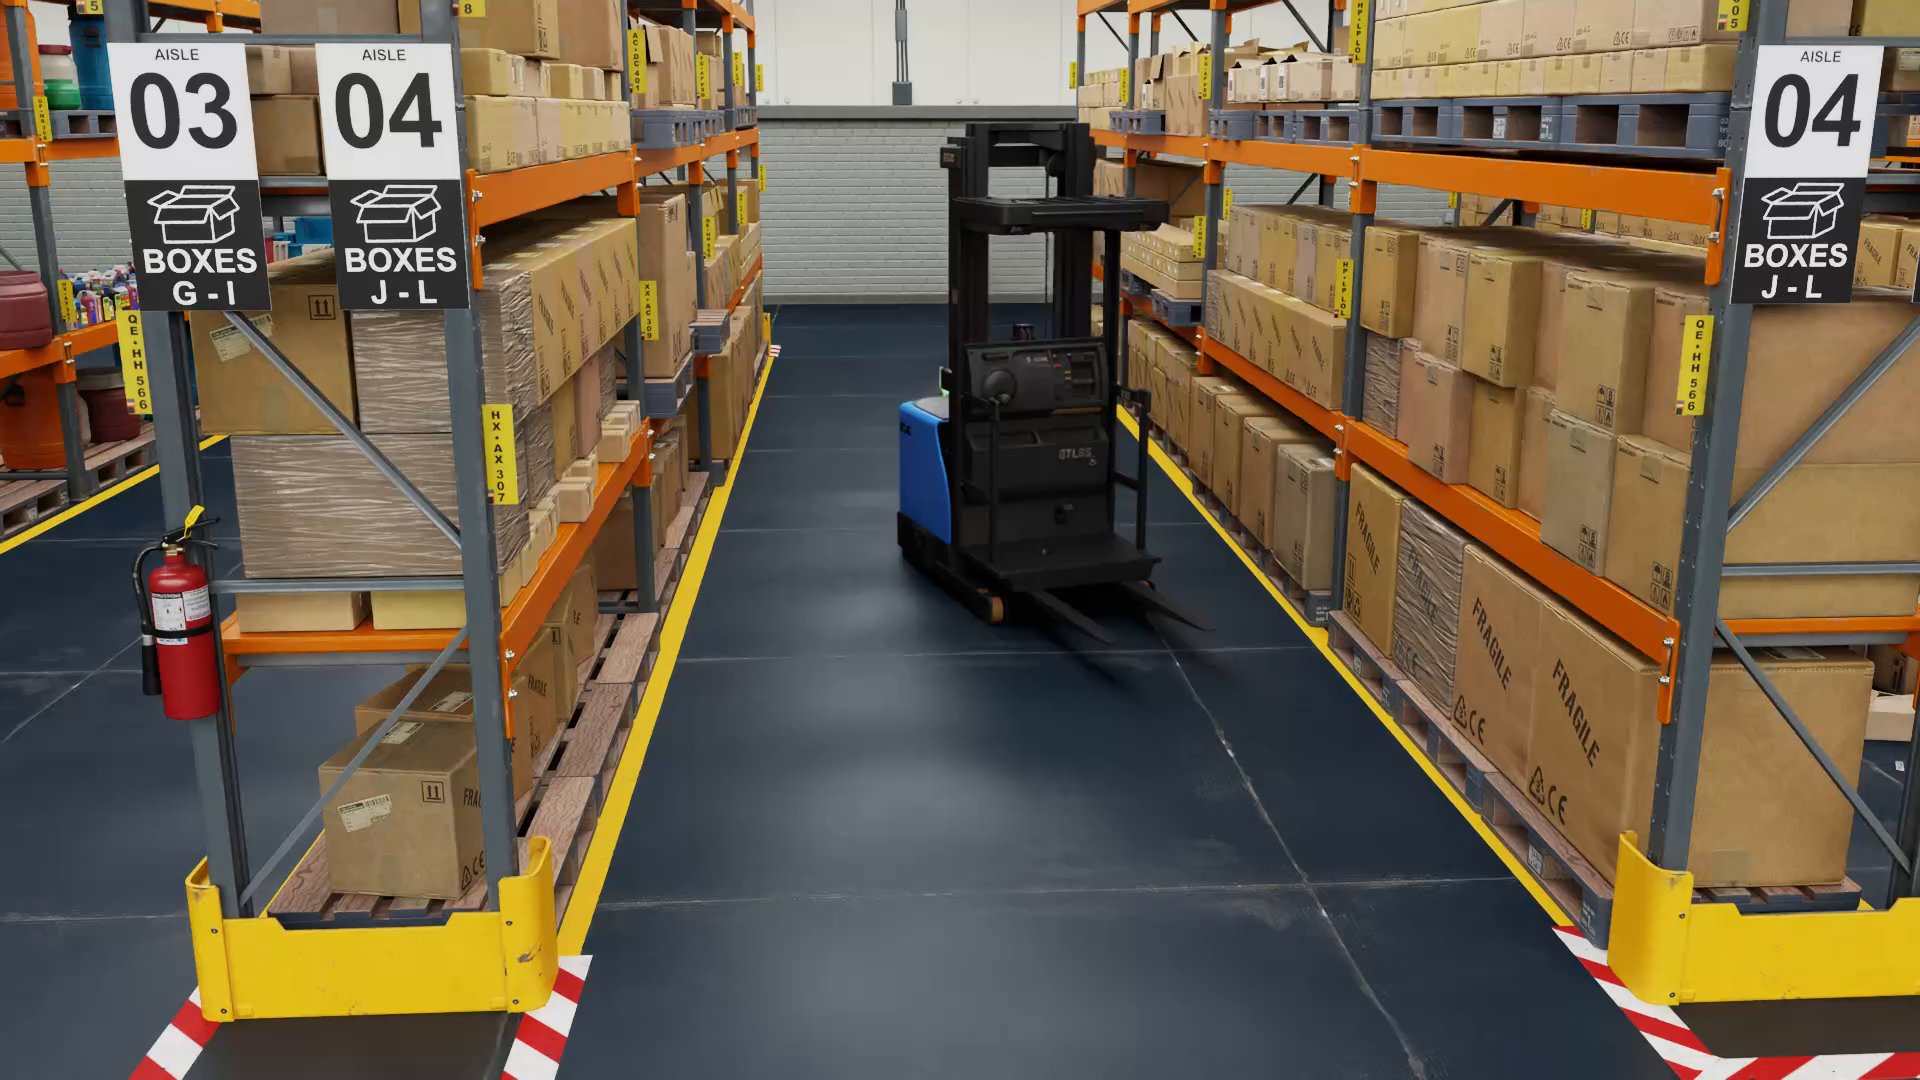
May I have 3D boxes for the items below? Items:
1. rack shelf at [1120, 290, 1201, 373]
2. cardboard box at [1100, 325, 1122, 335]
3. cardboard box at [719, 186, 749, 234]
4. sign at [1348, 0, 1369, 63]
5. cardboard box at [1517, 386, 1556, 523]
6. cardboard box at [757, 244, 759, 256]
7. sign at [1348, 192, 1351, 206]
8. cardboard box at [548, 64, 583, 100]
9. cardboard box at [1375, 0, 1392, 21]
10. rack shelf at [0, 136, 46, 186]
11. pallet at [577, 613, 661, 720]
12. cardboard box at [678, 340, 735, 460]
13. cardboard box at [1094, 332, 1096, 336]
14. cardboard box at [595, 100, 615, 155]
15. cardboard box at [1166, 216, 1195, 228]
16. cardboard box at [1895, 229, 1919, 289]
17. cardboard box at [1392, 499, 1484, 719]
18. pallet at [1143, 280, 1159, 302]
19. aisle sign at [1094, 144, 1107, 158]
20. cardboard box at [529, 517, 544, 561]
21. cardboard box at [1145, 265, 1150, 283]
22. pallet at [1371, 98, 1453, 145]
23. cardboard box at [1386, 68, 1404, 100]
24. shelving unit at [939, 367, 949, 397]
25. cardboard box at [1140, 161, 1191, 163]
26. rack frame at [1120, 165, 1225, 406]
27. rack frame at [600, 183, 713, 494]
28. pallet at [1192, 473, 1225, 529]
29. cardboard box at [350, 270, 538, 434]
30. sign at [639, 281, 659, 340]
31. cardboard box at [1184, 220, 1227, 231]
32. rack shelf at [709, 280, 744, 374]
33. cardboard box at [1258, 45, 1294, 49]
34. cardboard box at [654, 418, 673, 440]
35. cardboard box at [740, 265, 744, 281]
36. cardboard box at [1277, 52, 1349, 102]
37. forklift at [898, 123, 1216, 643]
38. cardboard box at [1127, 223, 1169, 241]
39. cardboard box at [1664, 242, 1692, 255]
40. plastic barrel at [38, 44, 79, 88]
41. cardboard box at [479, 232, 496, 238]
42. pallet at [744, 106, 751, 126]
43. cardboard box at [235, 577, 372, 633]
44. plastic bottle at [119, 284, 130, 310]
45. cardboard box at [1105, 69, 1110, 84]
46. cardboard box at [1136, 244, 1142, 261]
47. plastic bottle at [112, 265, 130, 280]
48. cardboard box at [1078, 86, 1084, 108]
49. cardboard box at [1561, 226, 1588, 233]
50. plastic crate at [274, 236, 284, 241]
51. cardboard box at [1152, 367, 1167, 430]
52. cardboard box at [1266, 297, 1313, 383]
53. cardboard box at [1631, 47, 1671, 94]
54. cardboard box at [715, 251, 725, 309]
[{"bbox_3d":[2.318,-2.036,15.363,1.077,0.370,4.000,-1,14,-3],"label":"rack shelf"},{"bbox_3d":[1.787,-2.333,18.760,0.380,0.149,0.250,-2,15,-6],"label":"cardboard box"},{"bbox_3d":[-2.597,-3.640,18.352,0.500,0.500,0.500,-1,14,-5],"label":"cardboard box"},{"bbox_3d":[2.149,-2.737,8.955,0.100,0.325,0.005,-1,14,-3],"label":"sign"},{"bbox_3d":[2.904,-0.339,7.024,0.875,0.550,0.550,-1,14,-3],"label":"cardboard box"},{"bbox_3d":[-2.627,-3.493,20.085,0.380,0.149,0.250,-1,14,-3],"label":"cardboard box"},{"bbox_3d":[6.456,-5.525,26.939,0.327,0.218,0.001,-1,14,-3],"label":"sign"},{"bbox_3d":[-1.871,-2.010,7.299,0.380,0.149,0.250,0,14,-1],"label":"cardboard box"},{"bbox_3d":[2.373,-2.765,8.595,0.380,0.149,0.250,-1,14,-3],"label":"cardboard box"},{"bbox_3d":[-7.334,-2.366,10.626,1.077,0.370,4.000,-1,14,-3],"label":"rack shelf"},{"bbox_3d":[-2.190,0.676,8.974,1.003,0.211,1.213,-1,14,-3],"label":"pallet"},{"bbox_3d":[-2.537,-1.182,14.021,1.225,0.875,0.875,-2,15,-6],"label":"cardboard box"},{"bbox_3d":[1.806,-2.451,19.812,0.380,0.149,0.250,-2,15,-6],"label":"cardboard box"},{"bbox_3d":[-1.956,-1.981,7.988,0.500,0.250,0.500,-1,14,-2],"label":"cardboard box"},{"bbox_3d":[2.415,-3.201,17.651,0.500,0.500,0.500,-1,14,-4],"label":"cardboard box"},{"bbox_3d":[7.252,-2.007,12.168,0.500,0.500,0.500,-1,14,-2],"label":"cardboard box"},{"bbox_3d":[2.719,0.315,8.203,0.875,0.875,0.875,-1,14,-3],"label":"cardboard box"},{"bbox_3d":[2.279,-2.286,15.275,1.003,0.211,1.213,-1,14,-3],"label":"pallet"},{"bbox_3d":[1.643,-5.149,20.802,0.394,0.787,0.004,-1,14,-3],"label":"aisle sign"},{"bbox_3d":[-1.832,0.014,6.454,0.380,0.149,0.250,-1,14,-3],"label":"cardboard box"},{"bbox_3d":[1.878,-2.403,15.009,0.380,0.149,0.250,0,14,-2],"label":"cardboard box"},{"bbox_3d":[2.730,-2.098,8.320,1.003,0.211,1.213,-1,14,-3],"label":"pallet"},{"bbox_3d":[2.391,-2.315,8.444,0.380,0.149,0.250,-1,14,-3],"label":"cardboard box"},{"bbox_3d":[-0.010,-0.622,12.037,0.258,1.200,0.503,-1,14,-3],"label":"shelving unit"},{"bbox_3d":[2.332,-4.057,18.969,0.500,0.500,0.500,-1,14,-5],"label":"cardboard box"},{"bbox_3d":[2.194,-2.882,17.207,1.000,3.000,0.127,-1,14,-3],"label":"rack frame"},{"bbox_3d":[-2.515,-1.835,13.140,1.000,3.000,0.127,-1,14,-3],"label":"rack frame"},{"bbox_3d":[2.416,-0.339,12.921,1.003,0.211,1.213,-1,14,-3],"label":"pallet"},{"bbox_3d":[-1.781,-0.664,5.781,0.500,0.500,0.500,-1,14,-3],"label":"cardboard box"},{"bbox_3d":[-1.726,-1.270,9.206,0.100,0.325,0.005,-1,14,-3],"label":"sign"},{"bbox_3d":[2.431,-3.088,16.476,0.380,0.149,0.250,-1,14,-5],"label":"cardboard box"},{"bbox_3d":[-2.639,-1.984,15.163,1.077,0.370,4.000,-1,14,-3],"label":"rack shelf"},{"bbox_3d":[2.605,-4.055,14.009,0.396,0.266,0.258,-1,14,-3],"label":"cardboard box"},{"bbox_3d":[-2.400,-0.903,12.146,0.500,0.250,0.500,1,14,3],"label":"cardboard box"},{"bbox_3d":[-2.449,-2.787,17.344,0.380,0.149,0.250,-1,14,-3],"label":"cardboard box"},{"bbox_3d":[2.362,-2.986,10.728,0.500,0.311,0.500,-1,14,-5],"label":"cardboard box"},{"bbox_3d":[0.567,-1.032,10.155,1.130,2.935,3.031,-5,15,-20],"label":"forklift"},{"bbox_3d":[1.809,-2.951,15.945,0.380,0.149,0.250,-1,14,-4],"label":"cardboard box"},{"bbox_3d":[6.973,-2.658,15.635,0.500,0.250,0.500,-1,14,-5],"label":"cardboard box"},{"bbox_3d":[-7.718,-3.919,14.105,0.433,0.535,0.433,0,14,0],"label":"plastic barrel"},{"bbox_3d":[-2.430,-1.153,7.683,0.500,0.500,0.500,-1,14,-3],"label":"cardboard box"},{"bbox_3d":[-2.875,-4.746,18.612,1.003,0.211,1.213,-1,14,-3],"label":"pallet"},{"bbox_3d":[-2.243,0.208,5.702,0.380,0.149,0.250,-1,14,-3],"label":"cardboard box"},{"bbox_3d":[-7.199,-2.068,14.304,0.097,0.271,0.097,0,14,0],"label":"plastic bottle"},{"bbox_3d":[1.796,-5.092,18.274,0.380,0.149,0.250,-1,14,-4],"label":"cardboard box"},{"bbox_3d":[1.846,-2.676,15.472,0.380,0.149,0.250,-1,14,-4],"label":"cardboard box"},{"bbox_3d":[-8.035,-2.482,15.901,0.152,0.276,0.135,-1,14,-3],"label":"plastic bottle"},{"bbox_3d":[1.715,-5.383,20.206,0.500,0.250,0.500,-1,14,-3],"label":"cardboard box"},{"bbox_3d":[6.845,-3.143,18.022,0.500,0.500,0.500,-1,14,-3],"label":"cardboard box"},{"bbox_3d":[-8.226,-3.466,19.695,0.416,0.233,0.300,-1,14,-3],"label":"plastic crate"},{"bbox_3d":[2.063,-1.300,15.232,0.500,0.500,0.500,-2,15,-6],"label":"cardboard box"},{"bbox_3d":[2.328,-1.318,10.927,0.500,0.500,0.500,-1,14,-3],"label":"cardboard box"},{"bbox_3d":[2.564,-1.620,5.745,0.380,0.149,0.250,-1,14,-3],"label":"cardboard box"},{"bbox_3d":[-2.343,-2.265,14.607,0.500,0.500,0.500,-1,14,-4],"label":"cardboard box"}]
